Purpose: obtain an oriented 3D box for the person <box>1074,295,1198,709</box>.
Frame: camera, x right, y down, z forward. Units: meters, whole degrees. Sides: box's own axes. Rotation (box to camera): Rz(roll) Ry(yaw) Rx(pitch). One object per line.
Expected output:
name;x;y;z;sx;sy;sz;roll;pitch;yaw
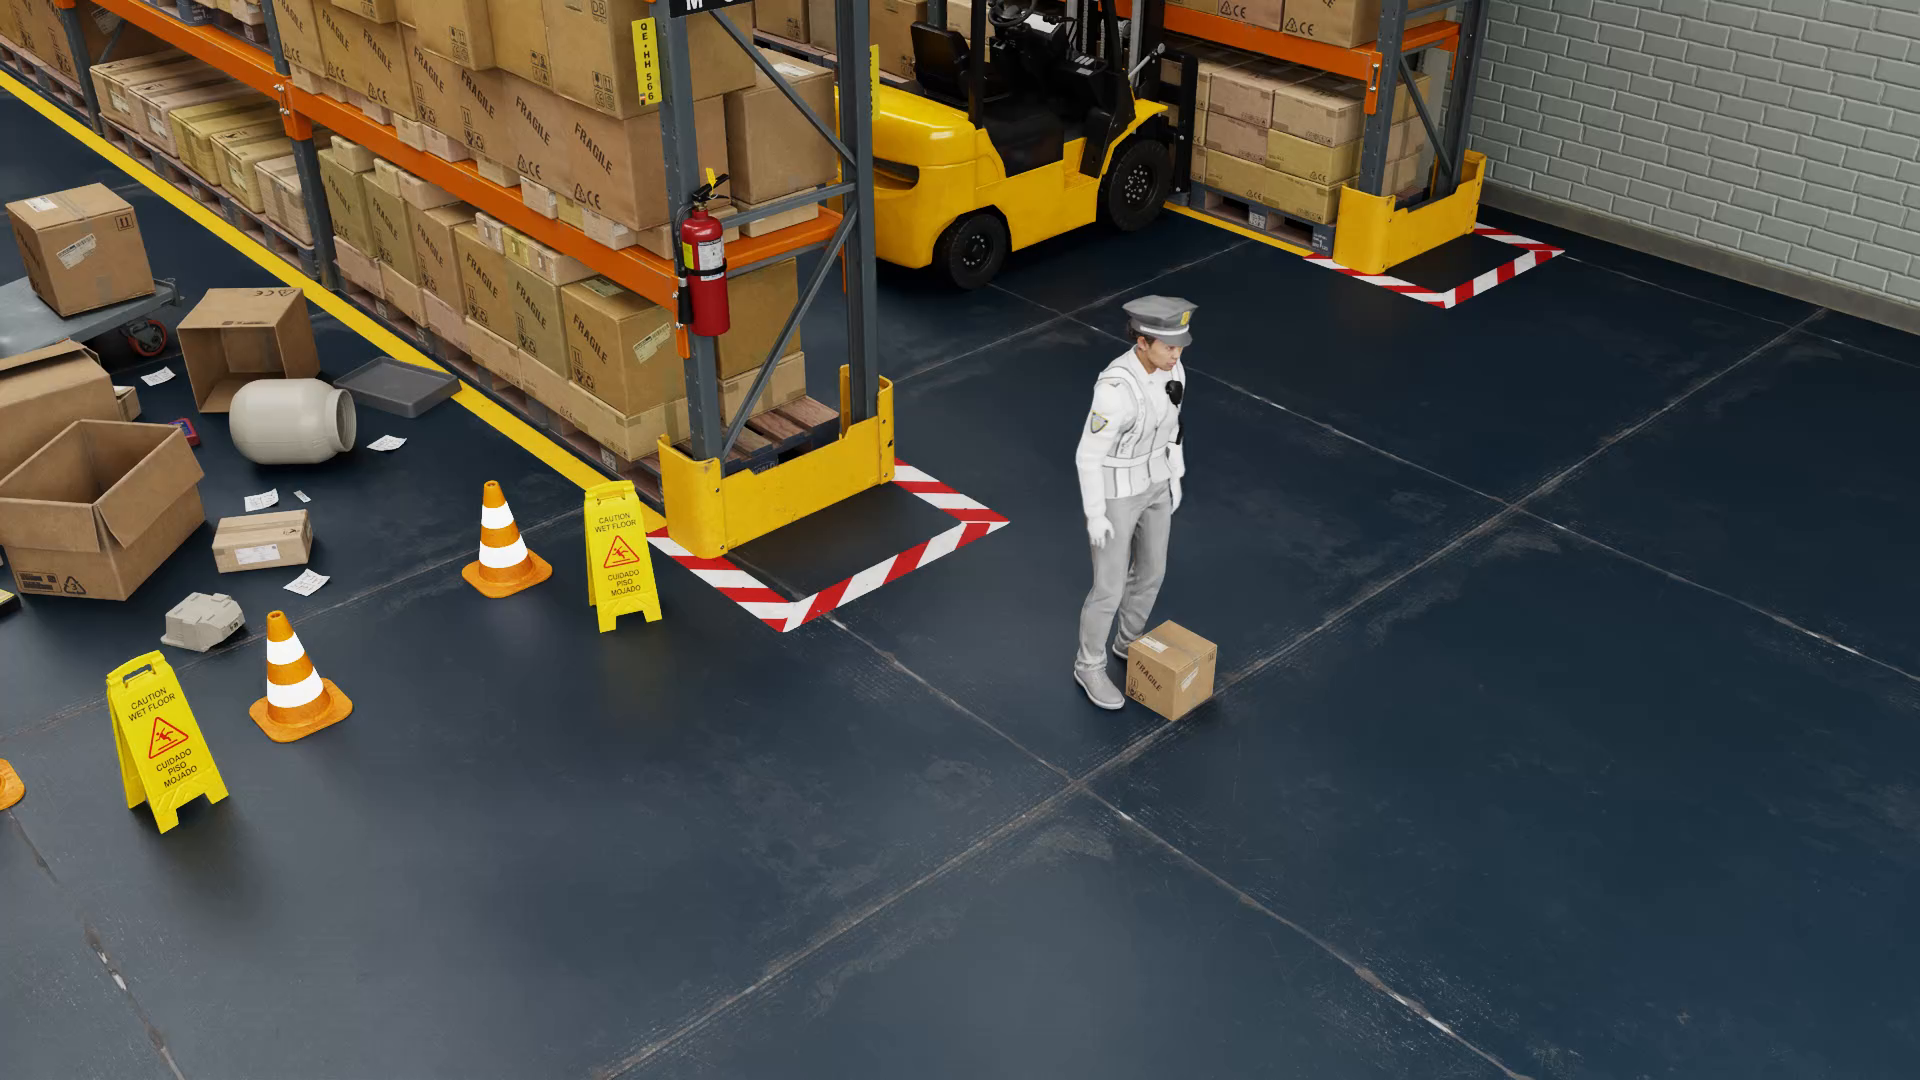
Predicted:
person;0.666;-0.168;6.403;0.527;1.663;0.376;-26;40;-35
